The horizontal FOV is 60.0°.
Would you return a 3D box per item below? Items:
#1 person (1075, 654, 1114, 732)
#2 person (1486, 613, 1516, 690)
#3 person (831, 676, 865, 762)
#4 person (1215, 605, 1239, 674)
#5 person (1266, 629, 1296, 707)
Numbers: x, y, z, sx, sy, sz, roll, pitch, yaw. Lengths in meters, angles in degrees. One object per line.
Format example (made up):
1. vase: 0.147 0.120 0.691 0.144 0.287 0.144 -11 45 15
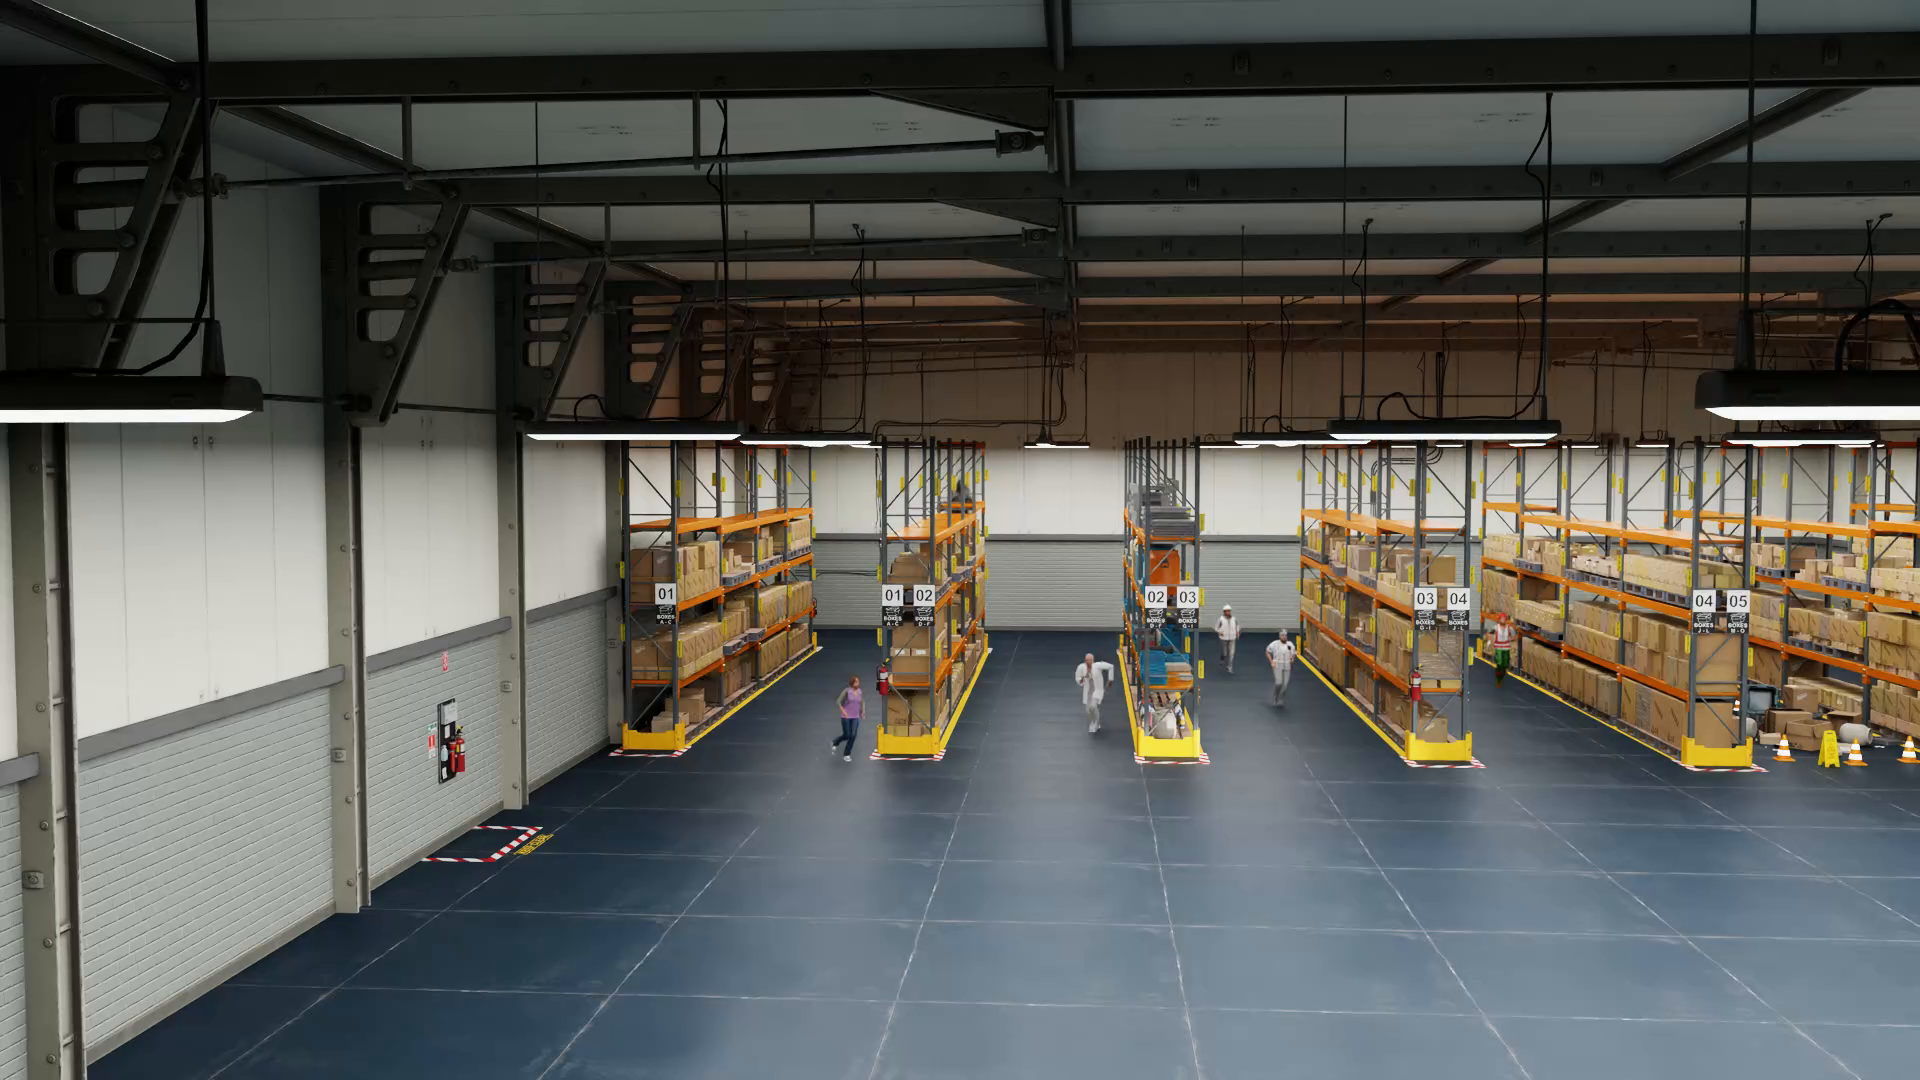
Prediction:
1. person: 2.719 3.109 33.626 0.748 1.623 0.982 1 3 21
2. person: 13.072 2.683 40.126 0.650 1.844 0.774 0 3 3
3. person: -2.031 3.297 30.909 0.587 1.553 0.616 -2 4 -33
4. person: 6.938 2.559 43.024 0.677 1.742 0.896 0 3 -5
5. person: 7.196 2.864 37.117 0.634 1.775 0.677 0 3 -6
